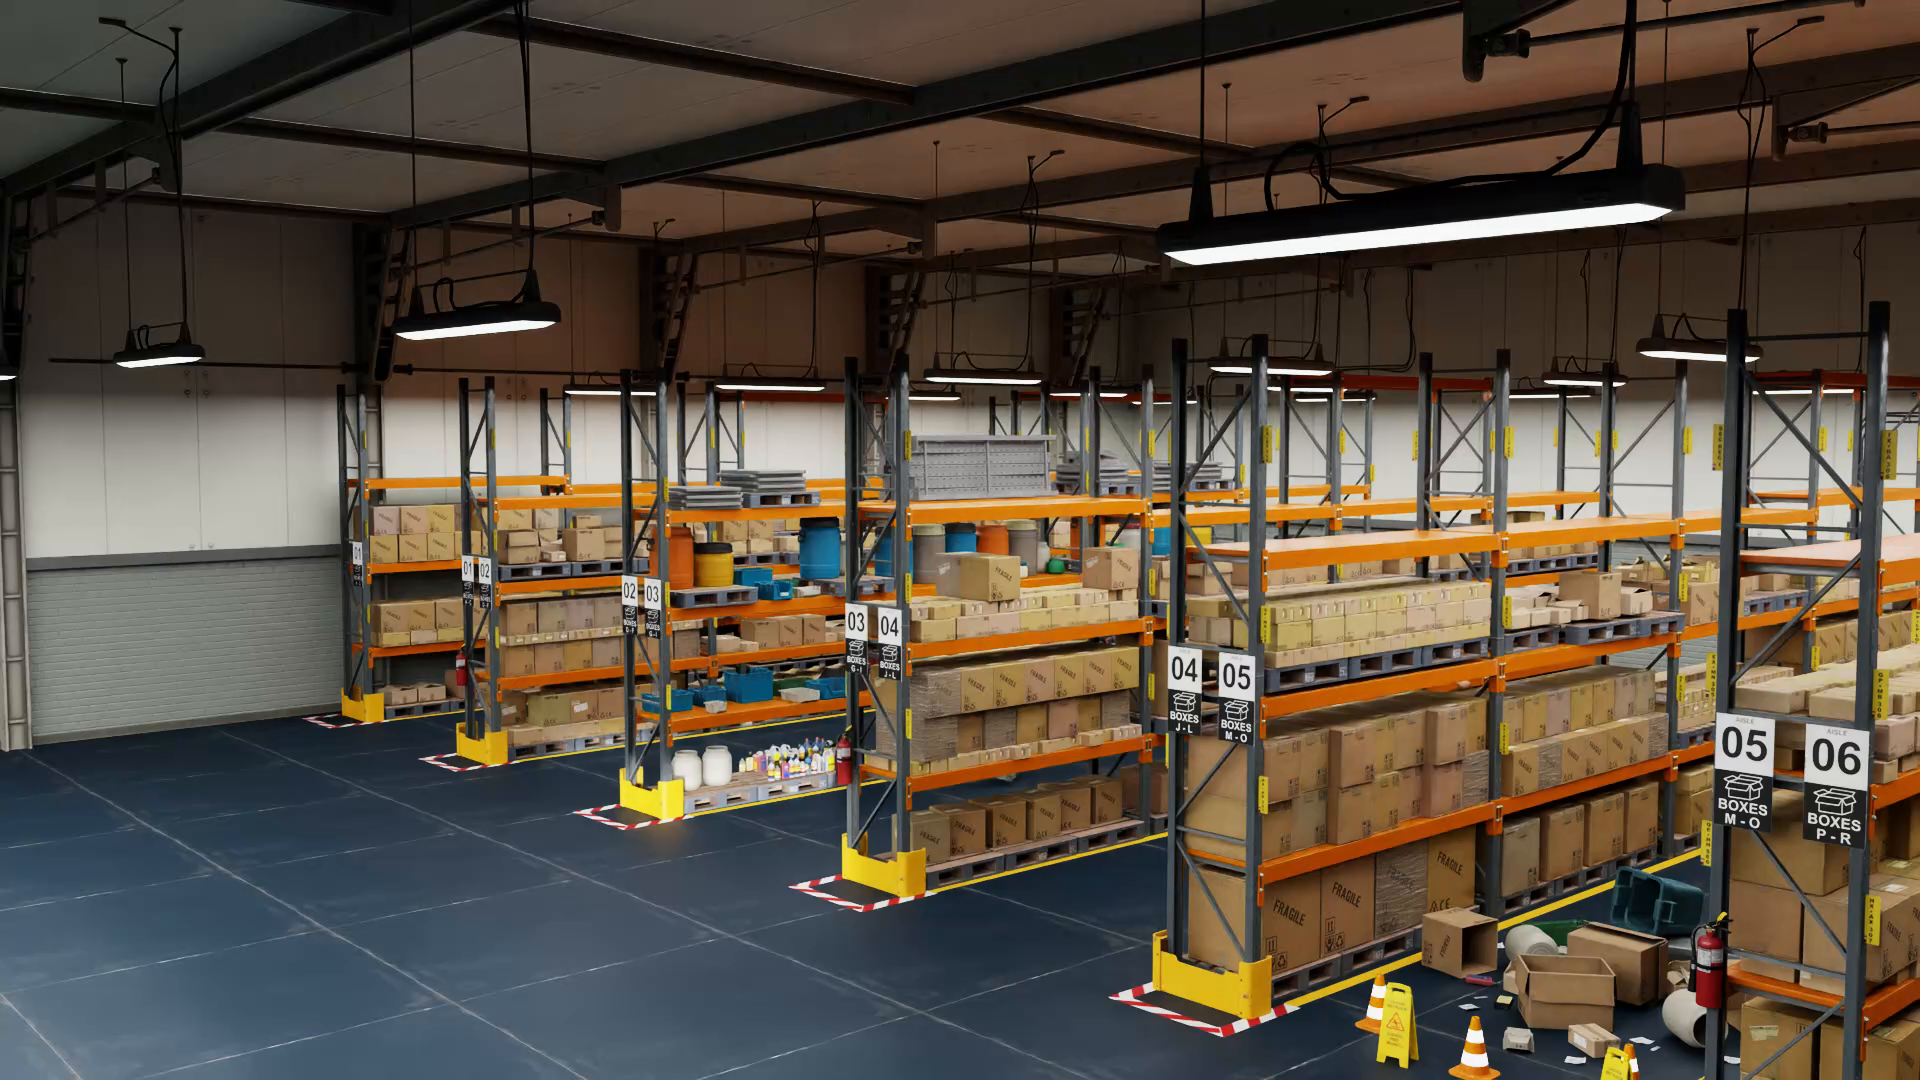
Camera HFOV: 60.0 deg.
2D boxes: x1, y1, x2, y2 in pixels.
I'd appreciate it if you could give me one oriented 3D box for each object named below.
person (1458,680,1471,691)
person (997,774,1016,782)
[{"bbox_3d":[6.946,2.818,23.087,0.514,1.769,0.613,3,5,42],"label":"person"},{"bbox_3d":[0.644,2.679,24.513,0.540,1.760,0.580,-3,5,-34],"label":"person"}]
